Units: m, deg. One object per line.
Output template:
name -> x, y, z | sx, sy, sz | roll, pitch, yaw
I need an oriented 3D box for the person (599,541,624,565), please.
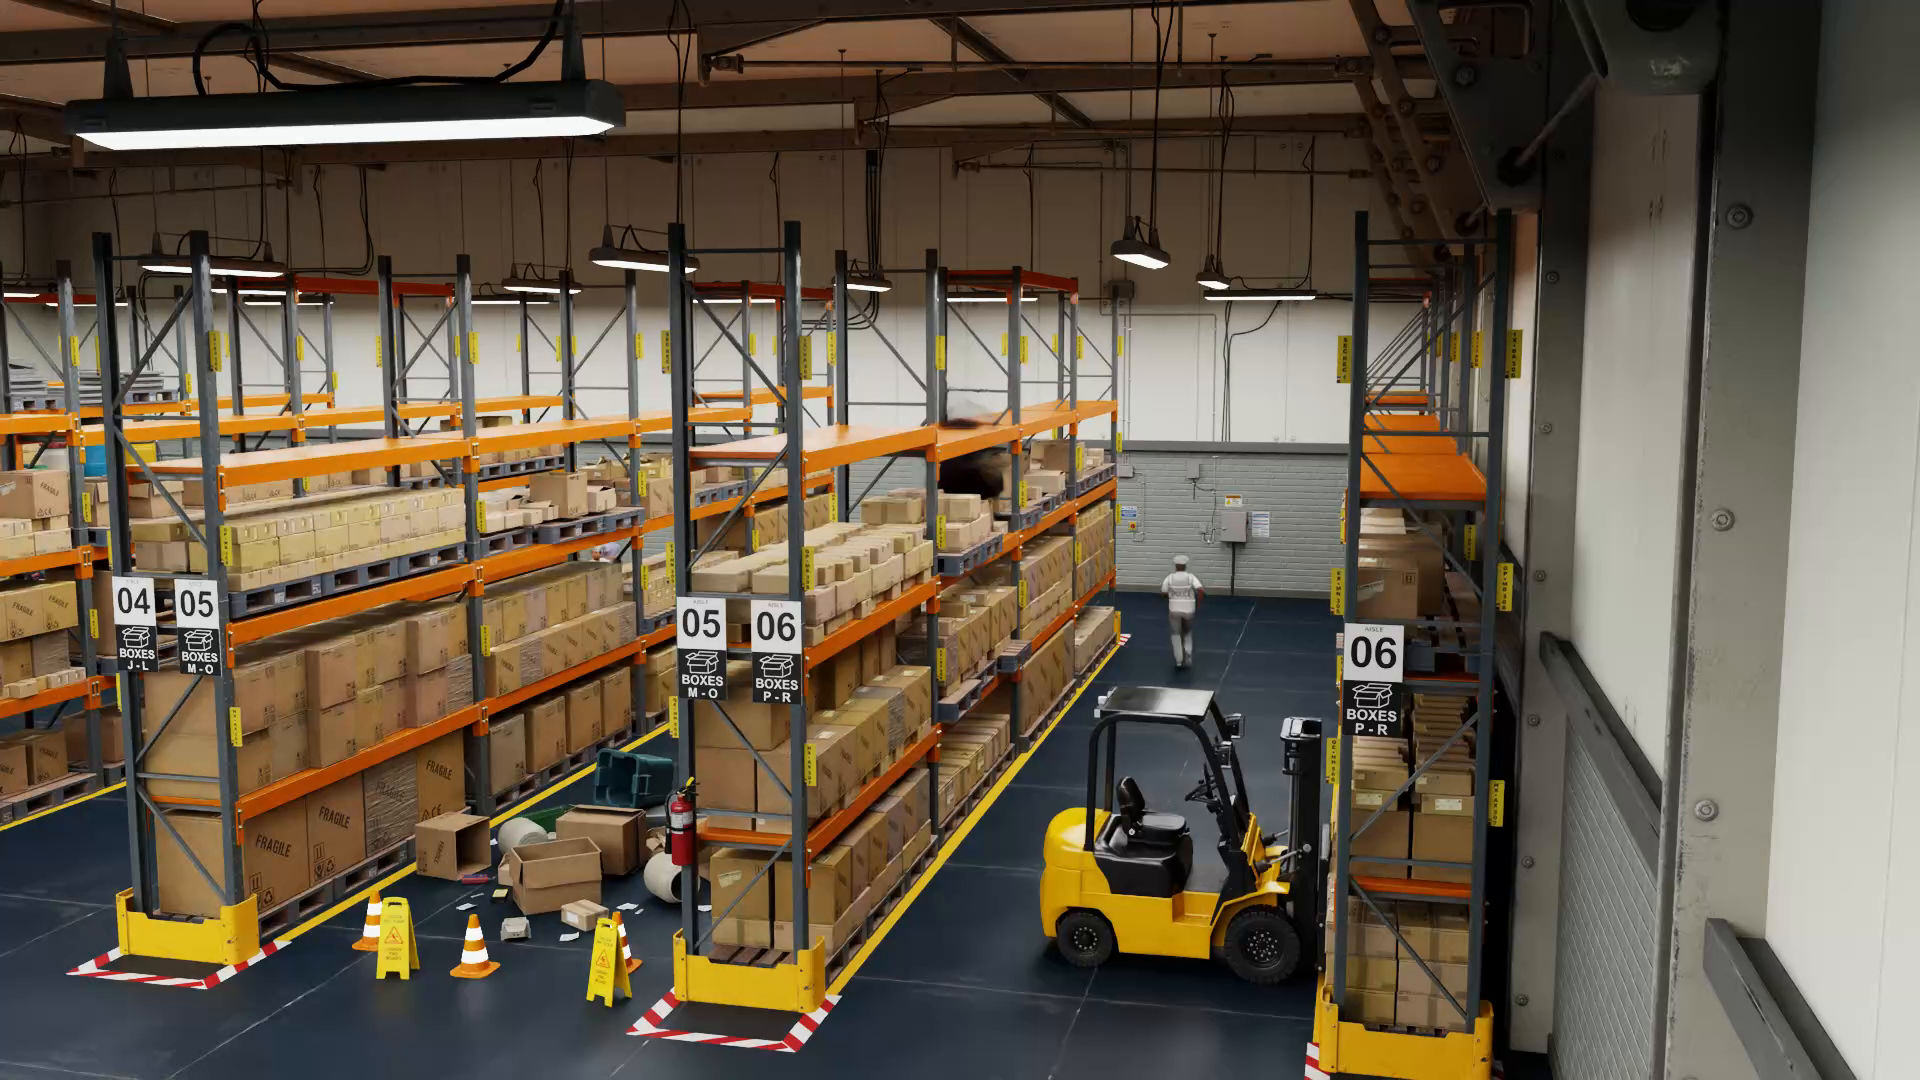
person -> -6.618, 0.549, 31.388 | 0.604, 1.678, 0.735 | -6, 9, -38

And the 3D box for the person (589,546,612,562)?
person -> -6.171, 0.903, 28.573 | 0.647, 1.637, 0.719 | 0, 7, 2

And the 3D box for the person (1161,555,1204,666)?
person -> 3.474, 1.117, 26.089 | 0.637, 1.793, 0.693 | 0, 7, 1
